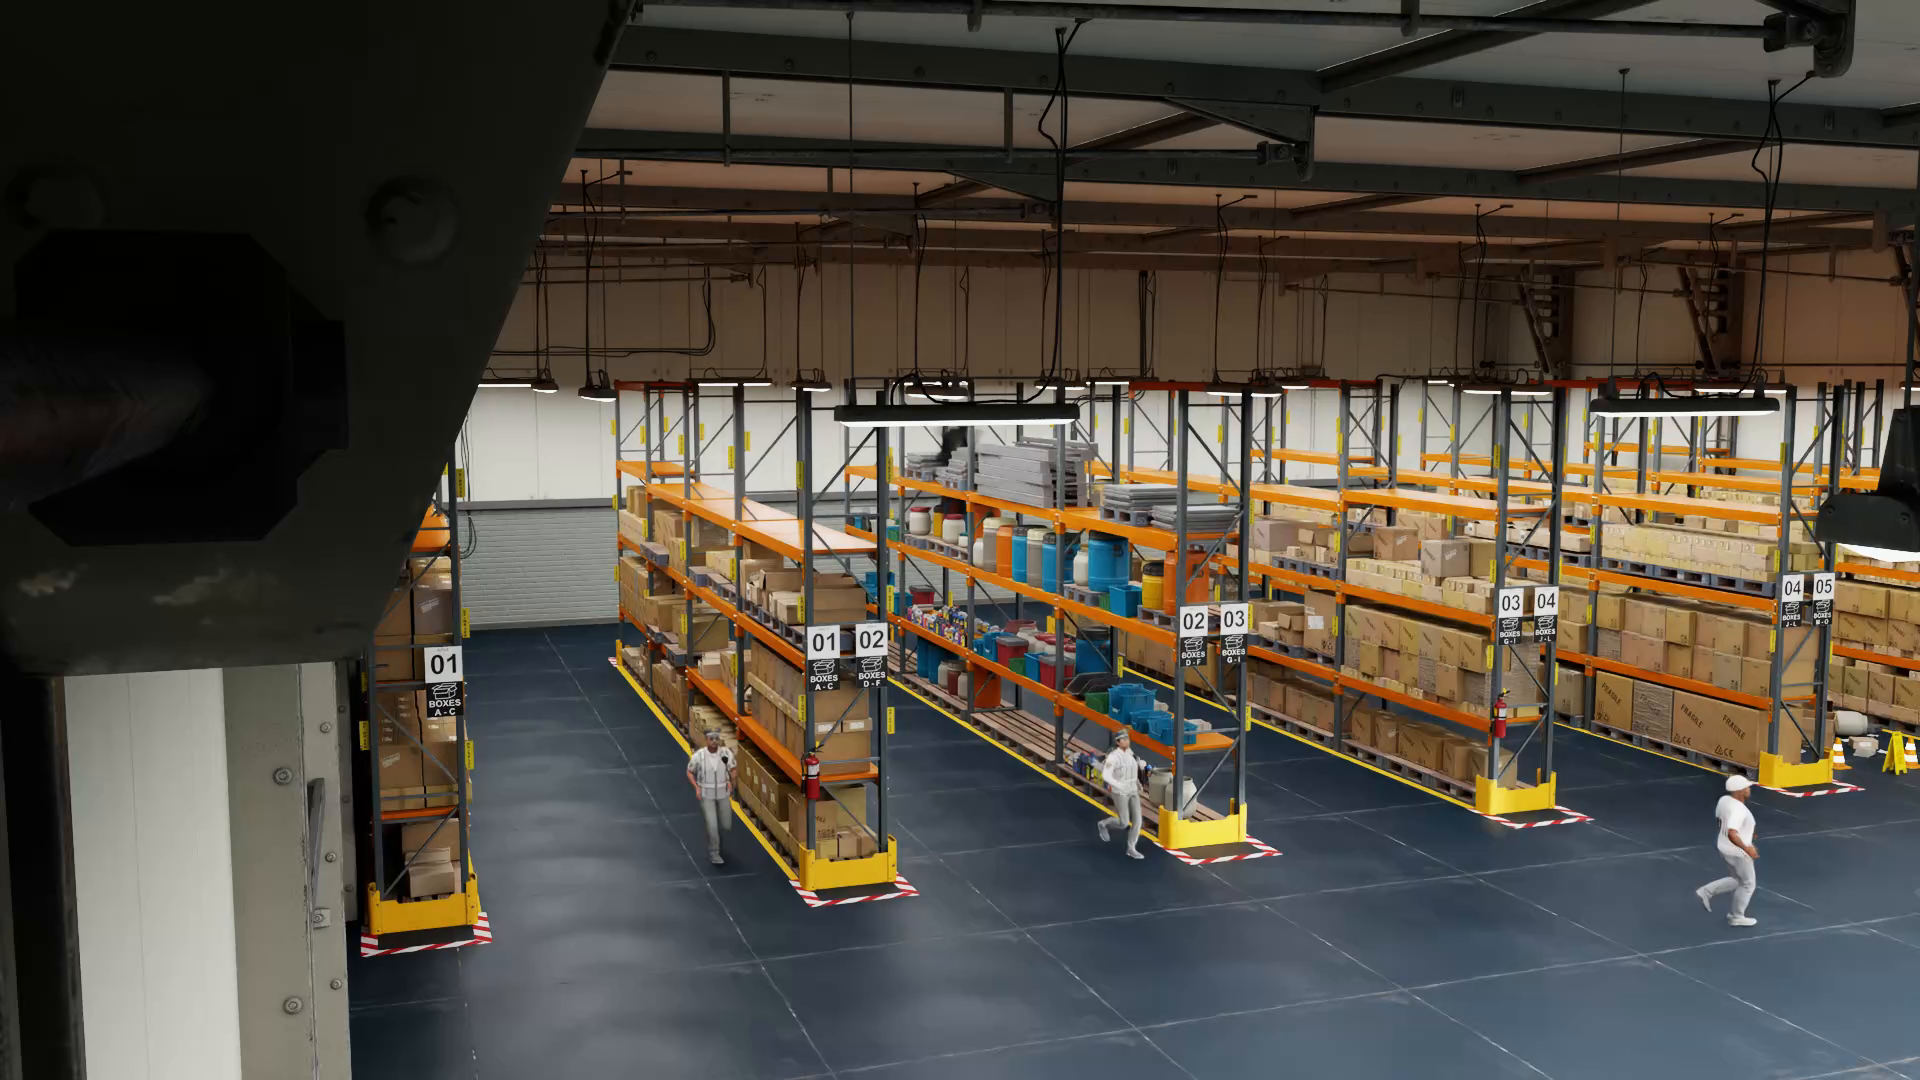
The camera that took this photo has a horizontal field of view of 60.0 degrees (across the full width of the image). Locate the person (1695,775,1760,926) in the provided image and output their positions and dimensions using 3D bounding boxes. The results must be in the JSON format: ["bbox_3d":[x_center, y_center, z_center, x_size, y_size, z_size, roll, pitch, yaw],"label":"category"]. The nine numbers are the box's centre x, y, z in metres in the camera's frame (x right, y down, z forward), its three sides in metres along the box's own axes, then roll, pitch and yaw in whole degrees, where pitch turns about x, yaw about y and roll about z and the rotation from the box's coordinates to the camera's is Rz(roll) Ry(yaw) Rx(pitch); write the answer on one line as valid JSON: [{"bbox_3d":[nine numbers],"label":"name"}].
[{"bbox_3d":[8.683,3.495,18.728,0.671,1.727,0.696,1,6,8],"label":"person"}]

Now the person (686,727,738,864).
[{"bbox_3d":[-3.147,3.224,21.208,0.656,1.740,0.644,-2,6,-19],"label":"person"}]

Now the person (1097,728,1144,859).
[{"bbox_3d":[2.114,3.240,21.451,0.615,1.650,0.725,-5,8,-39],"label":"person"}]
